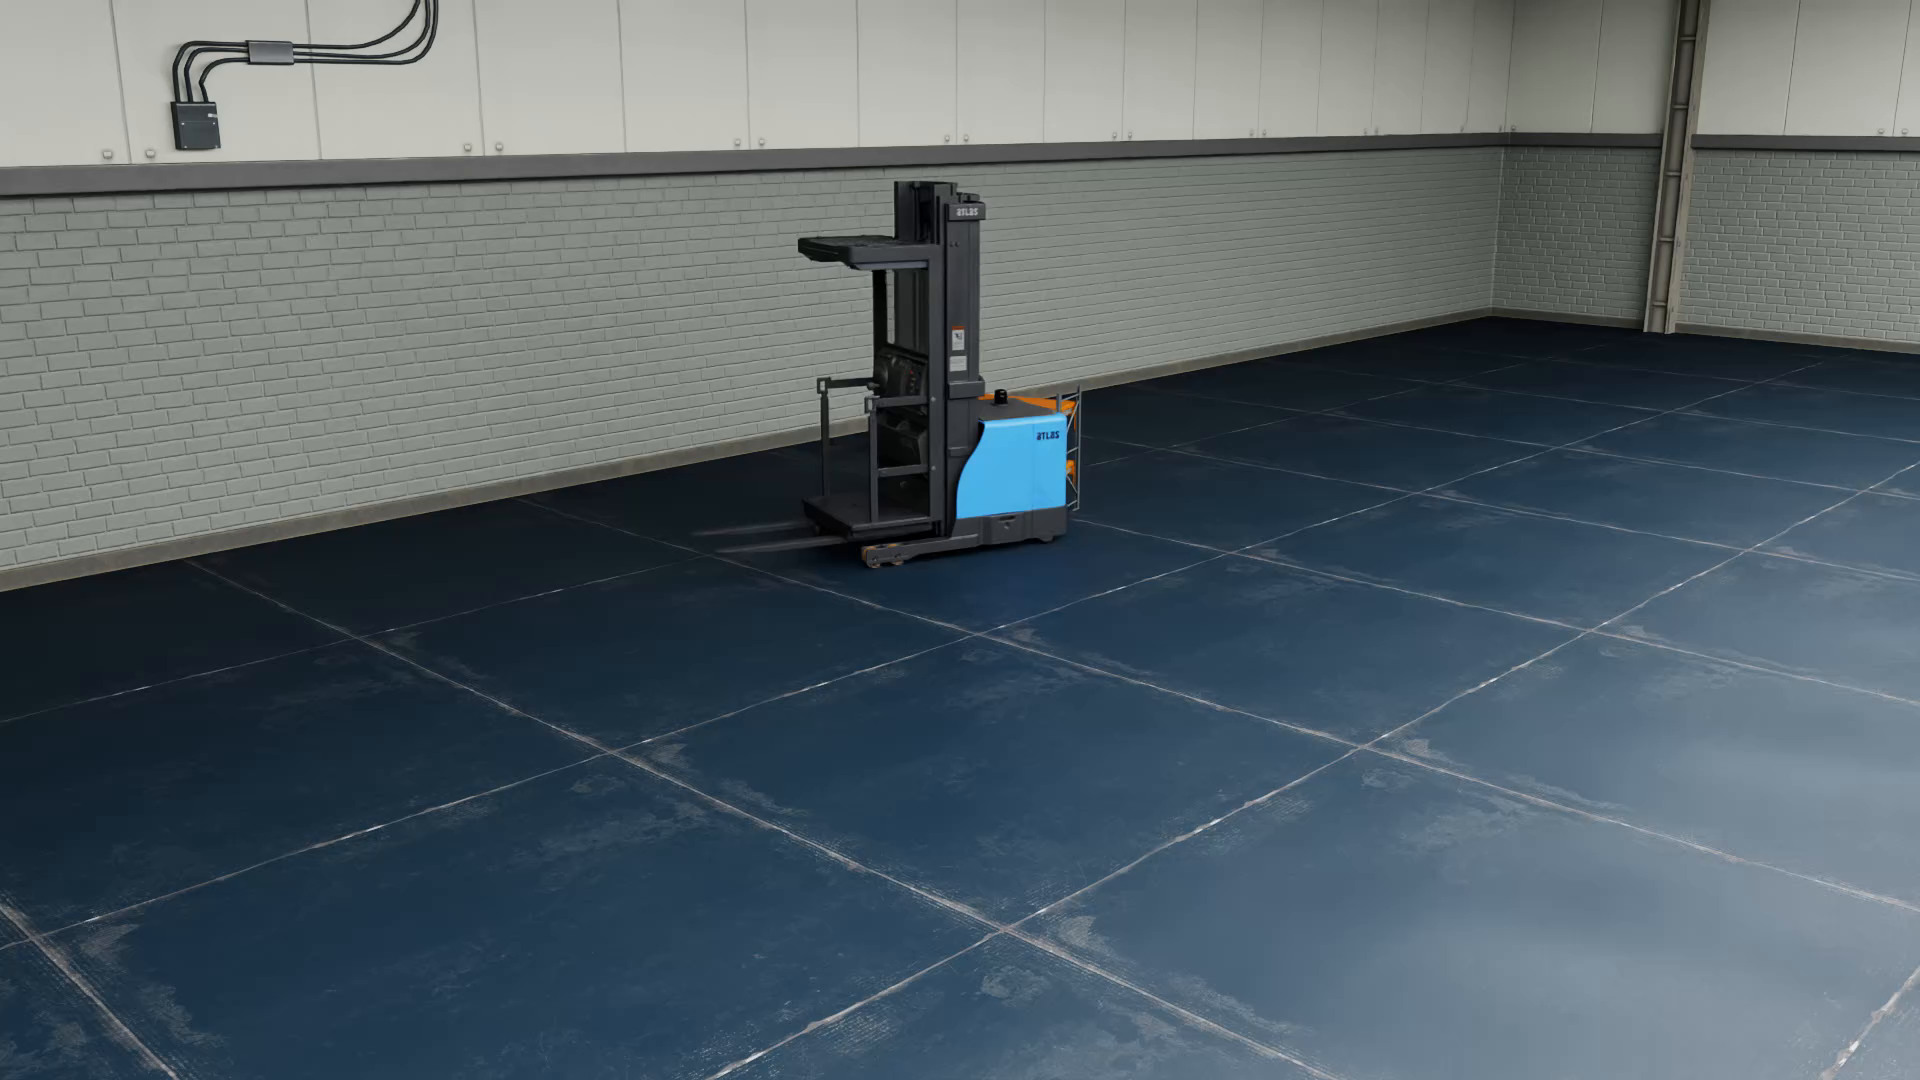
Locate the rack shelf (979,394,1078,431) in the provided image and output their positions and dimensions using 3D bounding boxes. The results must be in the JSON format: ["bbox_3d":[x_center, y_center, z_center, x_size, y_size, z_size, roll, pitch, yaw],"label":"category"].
[{"bbox_3d":[0.497,-1.114,14.815,1.000,0.278,0.538,7,16,25],"label":"rack shelf"}]

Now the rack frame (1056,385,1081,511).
[{"bbox_3d":[0.953,-0.774,14.671,0.032,1.125,0.500,7,16,25],"label":"rack frame"}]

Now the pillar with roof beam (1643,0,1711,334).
[{"bbox_3d":[8.286,-6.930,22.682,0.400,9.000,9.100,14,20,42],"label":"pillar with roof beam"}]

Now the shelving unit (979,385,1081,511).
[{"bbox_3d":[0.497,-0.831,14.889,1.048,1.125,0.538,7,16,25],"label":"shelving unit"}]

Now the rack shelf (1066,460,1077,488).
[{"bbox_3d":[0.497,-0.594,14.950,1.000,0.278,0.538,7,16,25],"label":"rack shelf"}]

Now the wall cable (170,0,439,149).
[{"bbox_3d":[-5.193,-6.116,12.811,0.169,6.003,2.305,14,20,42],"label":"wall cable"}]

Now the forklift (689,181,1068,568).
[{"bbox_3d":[-0.659,-1.351,13.304,3.031,2.935,1.130,-7,16,-26],"label":"forklift"}]
